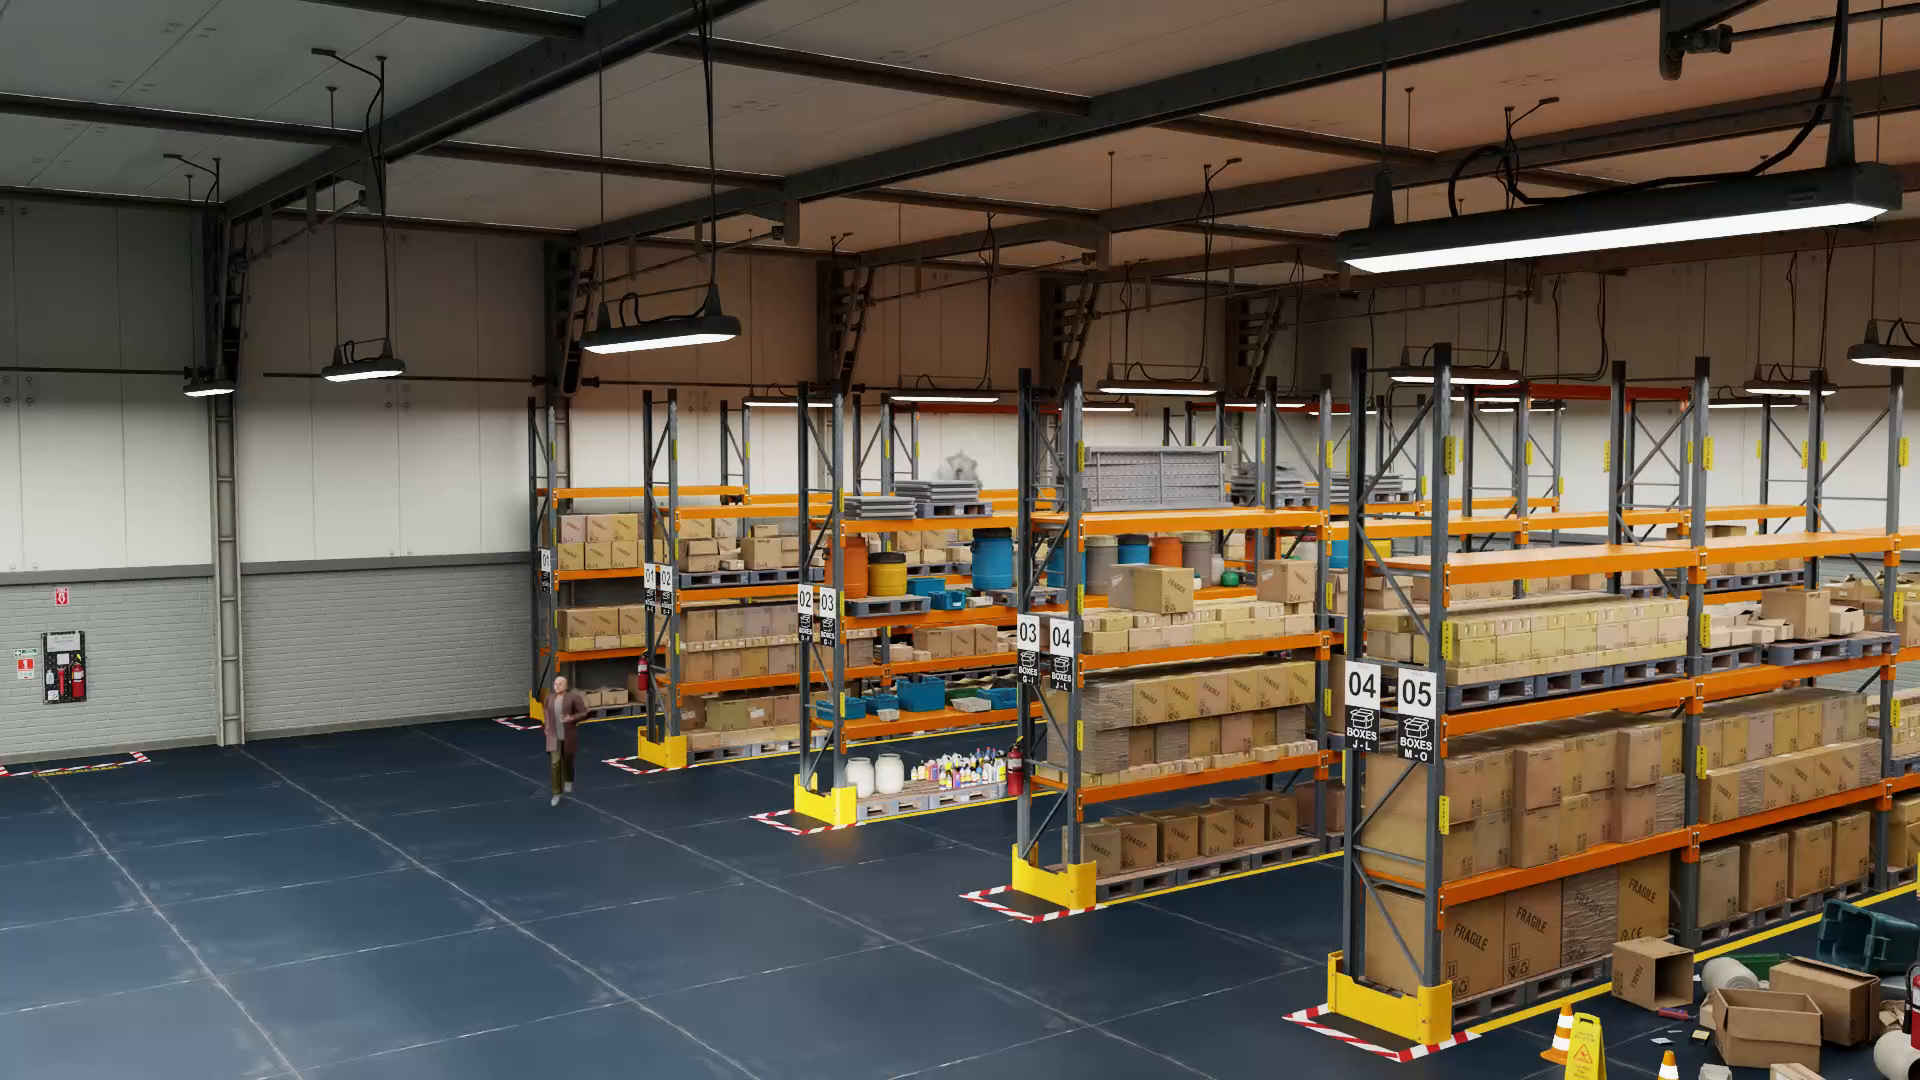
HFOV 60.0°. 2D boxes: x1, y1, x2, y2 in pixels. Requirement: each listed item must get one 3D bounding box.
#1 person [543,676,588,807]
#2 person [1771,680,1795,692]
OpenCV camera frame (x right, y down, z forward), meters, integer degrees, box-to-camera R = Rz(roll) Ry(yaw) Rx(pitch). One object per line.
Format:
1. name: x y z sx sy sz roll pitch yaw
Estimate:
1. person: -5.698 2.857 23.954 0.686 1.804 0.988 0 3 -1
2. person: 12.363 2.818 24.833 0.756 1.736 0.674 -3 4 -40
